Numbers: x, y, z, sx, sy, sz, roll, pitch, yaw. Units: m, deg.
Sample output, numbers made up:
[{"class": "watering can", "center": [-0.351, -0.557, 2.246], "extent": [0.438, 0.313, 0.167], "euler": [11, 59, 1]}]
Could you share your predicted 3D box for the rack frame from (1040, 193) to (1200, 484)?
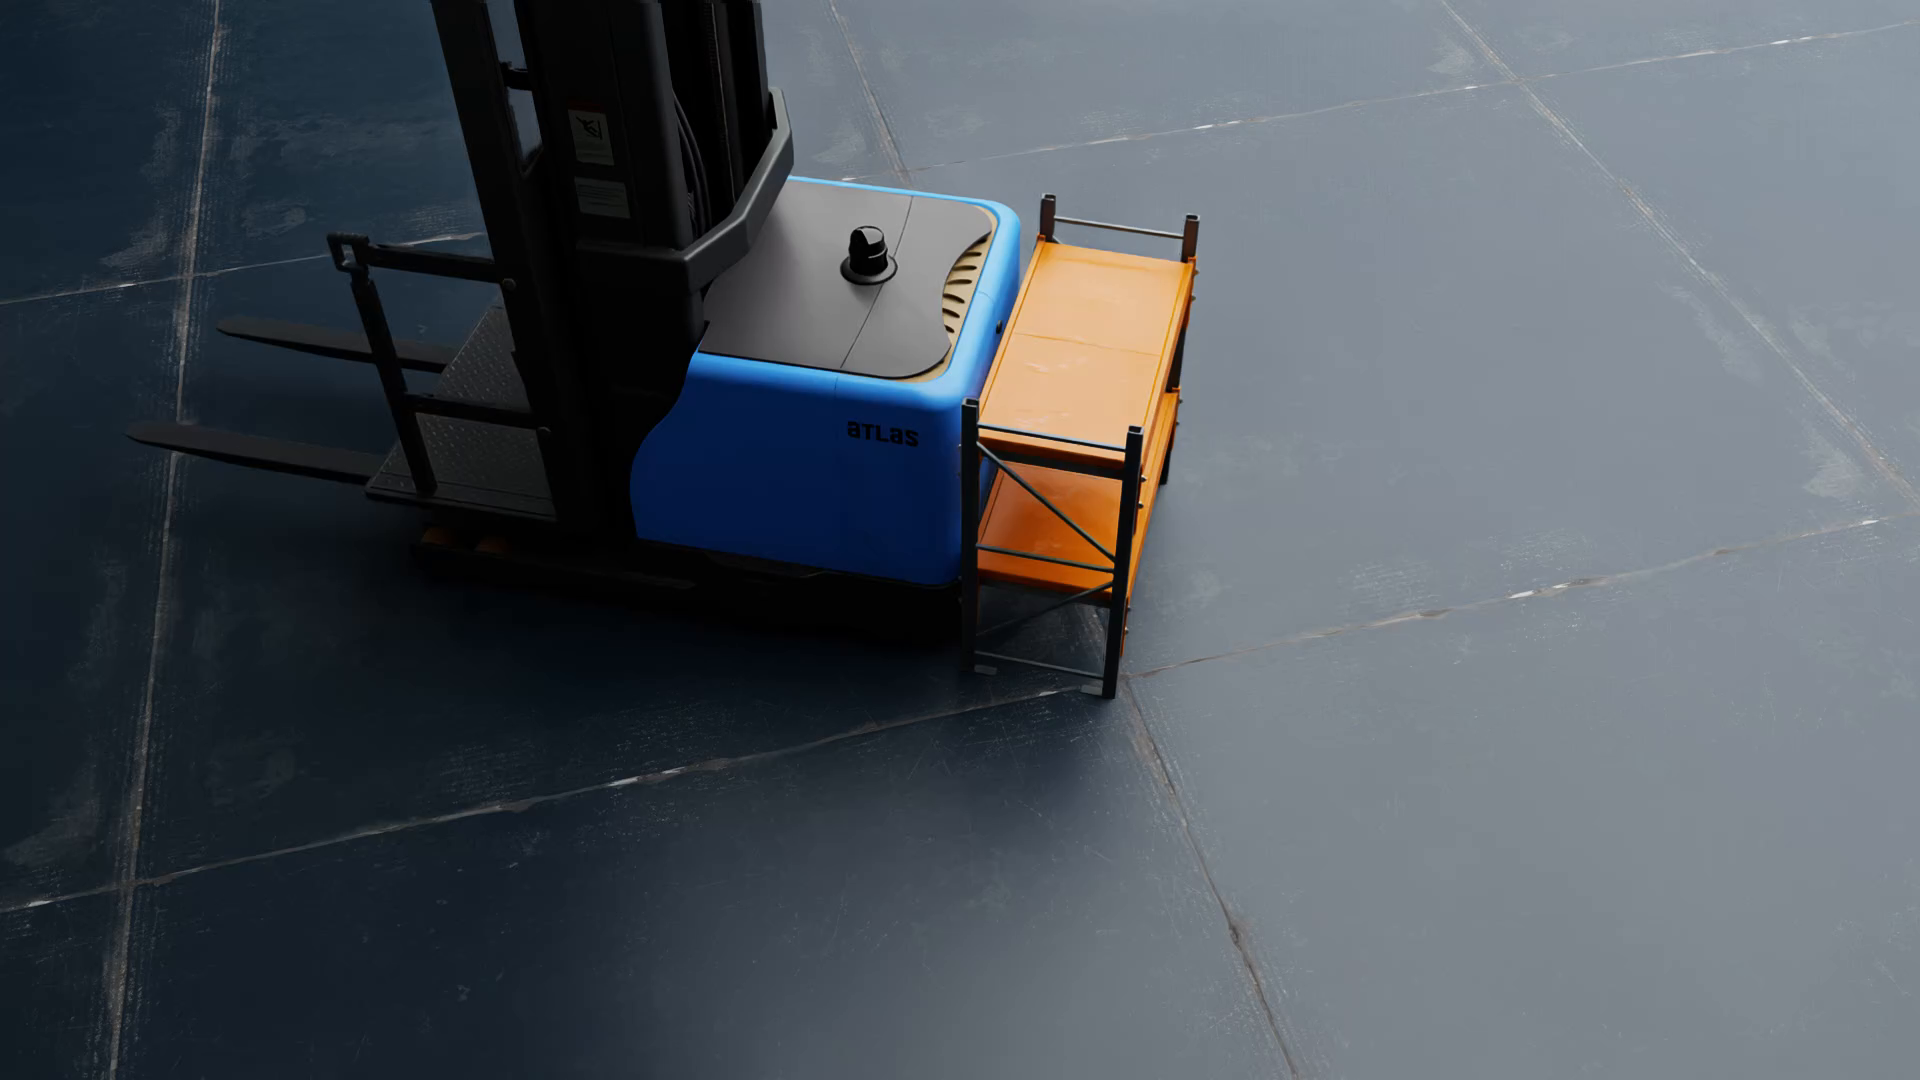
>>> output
[{"class": "rack frame", "center": [0.501, -0.647, 5.596], "extent": [0.500, 1.125, 0.032], "euler": [10, 46, 10]}]

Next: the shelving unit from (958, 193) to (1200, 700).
[{"class": "shelving unit", "center": [0.376, -0.295, 5.252], "extent": [0.538, 1.125, 1.048], "euler": [10, 46, 10]}]

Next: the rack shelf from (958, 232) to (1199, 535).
[{"class": "rack shelf", "center": [0.376, -0.500, 5.042], "extent": [0.538, 0.278, 1.000], "euler": [10, 46, 10]}]

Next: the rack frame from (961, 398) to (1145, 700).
[{"class": "rack frame", "center": [0.251, 0.057, 4.907], "extent": [0.500, 1.125, 0.032], "euler": [10, 46, 10]}]

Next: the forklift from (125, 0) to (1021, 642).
[{"class": "forklift", "center": [-1.365, -1.240, 4.913], "extent": [3.031, 2.935, 1.130], "euler": [9, 46, 9]}]

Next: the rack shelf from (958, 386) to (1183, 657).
[{"class": "rack shelf", "center": [0.376, -0.124, 5.426], "extent": [0.538, 0.278, 1.000], "euler": [10, 46, 10]}]
